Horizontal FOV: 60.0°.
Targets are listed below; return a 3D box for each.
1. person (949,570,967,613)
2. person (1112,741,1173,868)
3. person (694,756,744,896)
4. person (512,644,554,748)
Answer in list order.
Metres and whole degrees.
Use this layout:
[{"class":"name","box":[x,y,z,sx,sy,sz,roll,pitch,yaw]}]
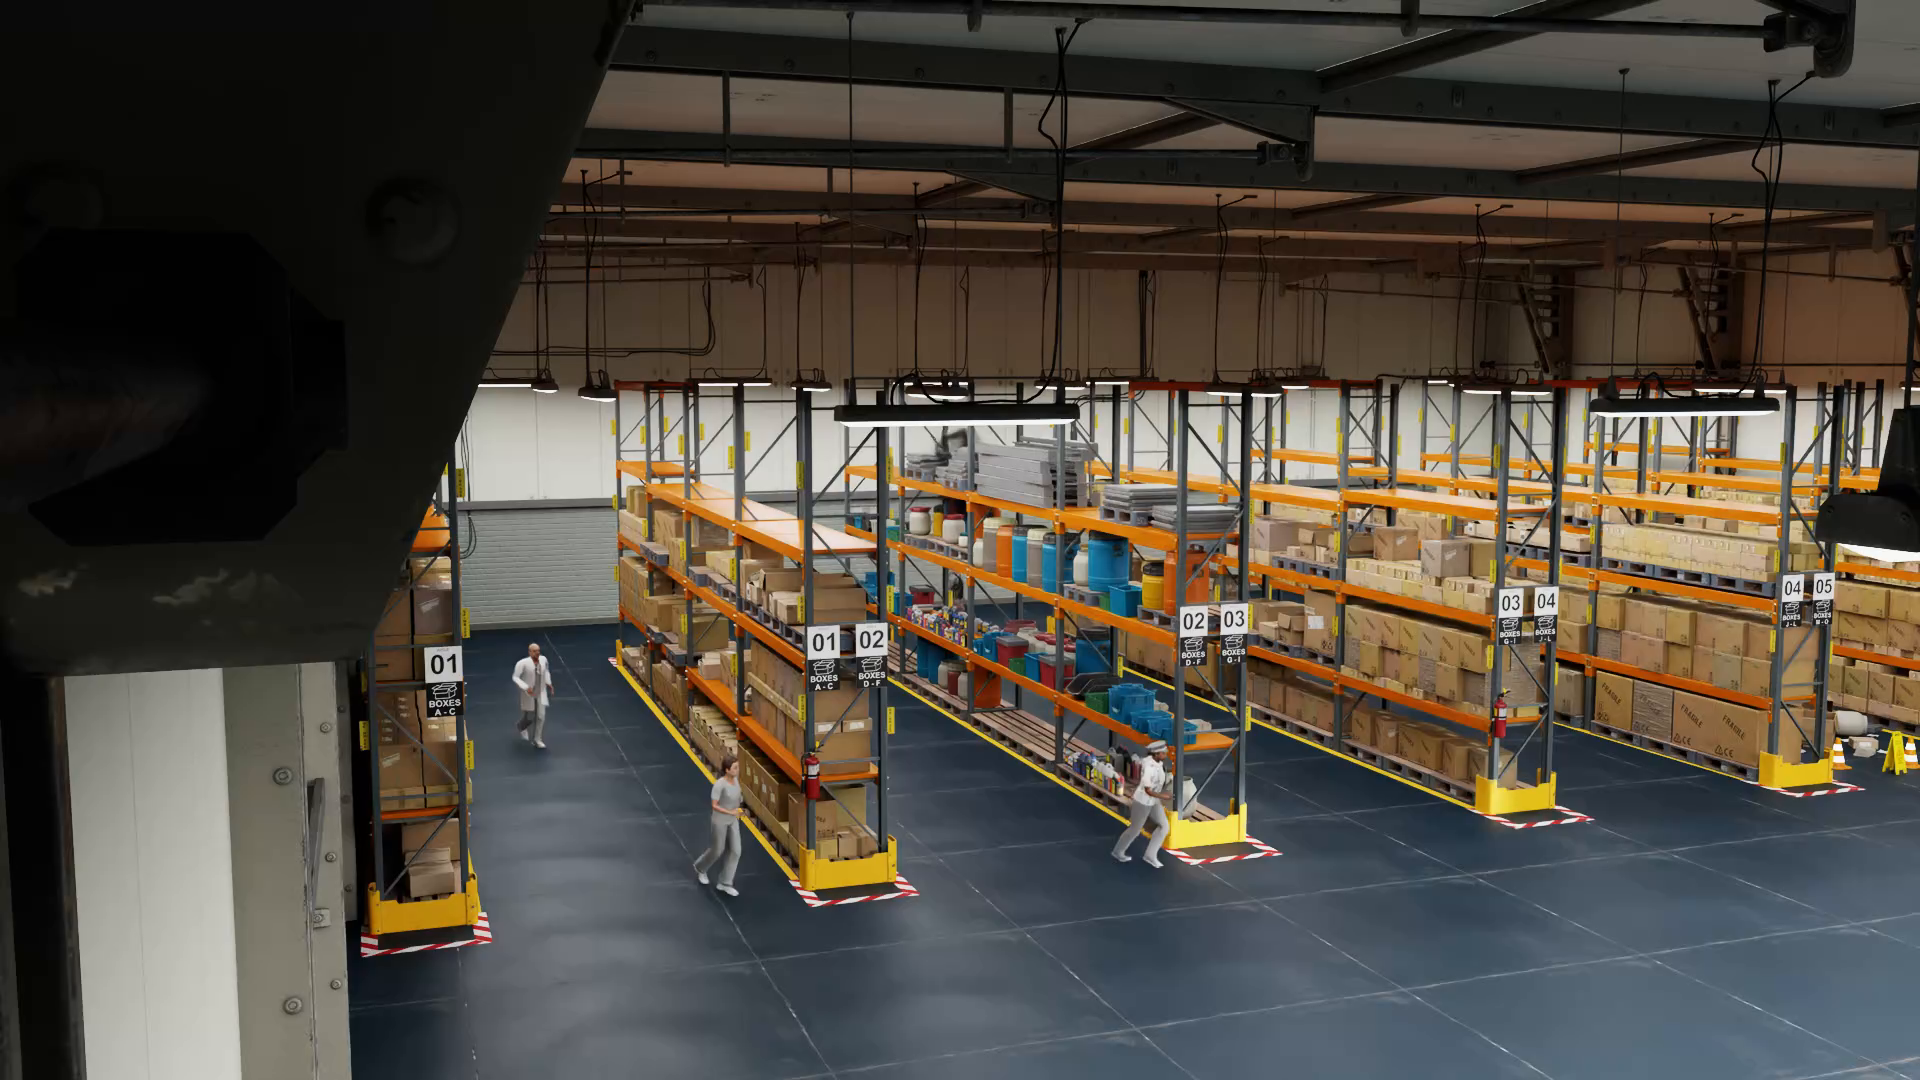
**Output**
[{"class":"person","box":[-0.093,1.400,38.732,0.516,1.683,0.765,1,6,6]},{"class":"person","box":[2.292,3.319,20.953,0.774,1.673,0.564,3,7,29]},{"class":"person","box":[-2.912,3.401,20.085,0.775,1.660,0.557,5,8,37]},{"class":"person","box":[-7.143,2.555,27.639,0.708,1.733,0.858,-5,8,-37]}]
